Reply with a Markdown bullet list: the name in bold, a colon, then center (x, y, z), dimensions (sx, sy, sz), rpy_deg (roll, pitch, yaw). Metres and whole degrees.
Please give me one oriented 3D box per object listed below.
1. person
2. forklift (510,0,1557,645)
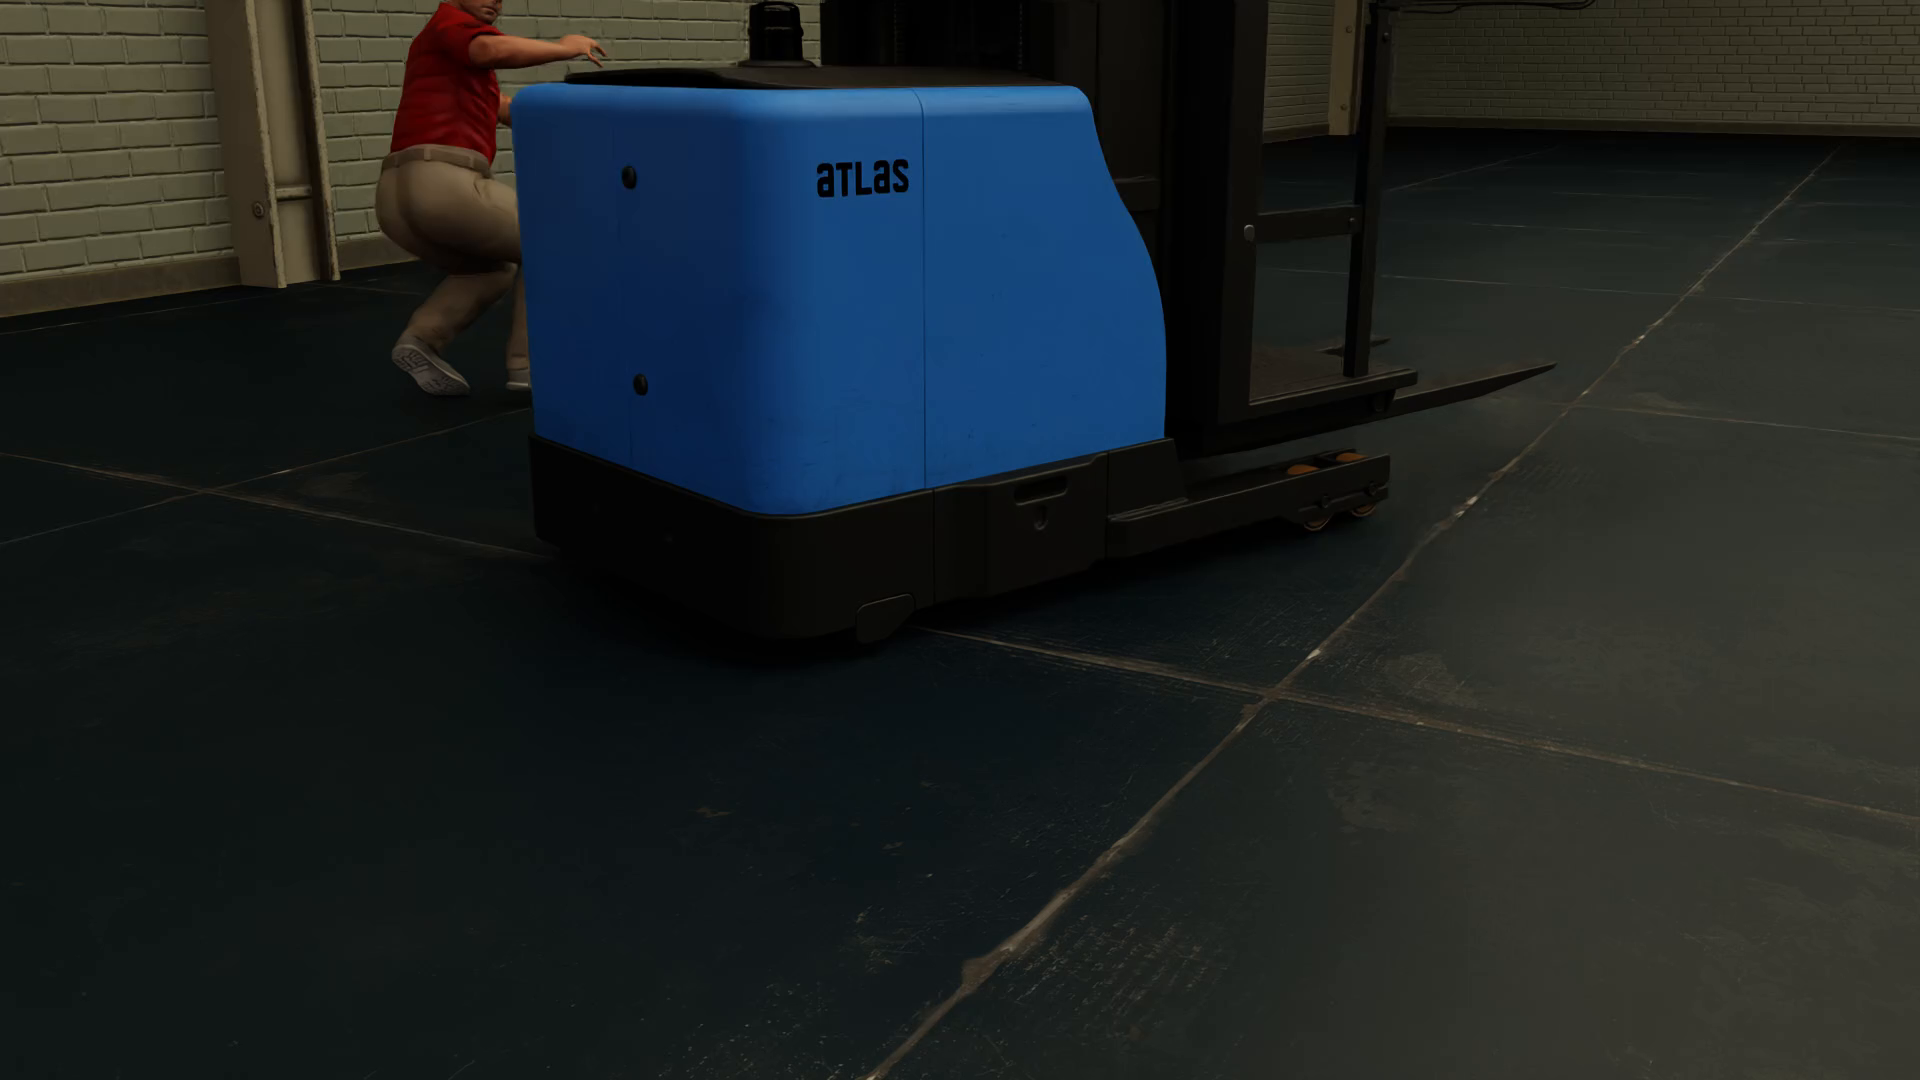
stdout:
- **person**: center (-1.467, -1.211, 5.580), dimensions (0.787, 1.474, 0.978), rpy_deg (15, 22, 42)
- **forklift**: center (0.465, -1.527, 4.037), dimensions (3.031, 2.935, 1.130), rpy_deg (-14, 21, -39)
